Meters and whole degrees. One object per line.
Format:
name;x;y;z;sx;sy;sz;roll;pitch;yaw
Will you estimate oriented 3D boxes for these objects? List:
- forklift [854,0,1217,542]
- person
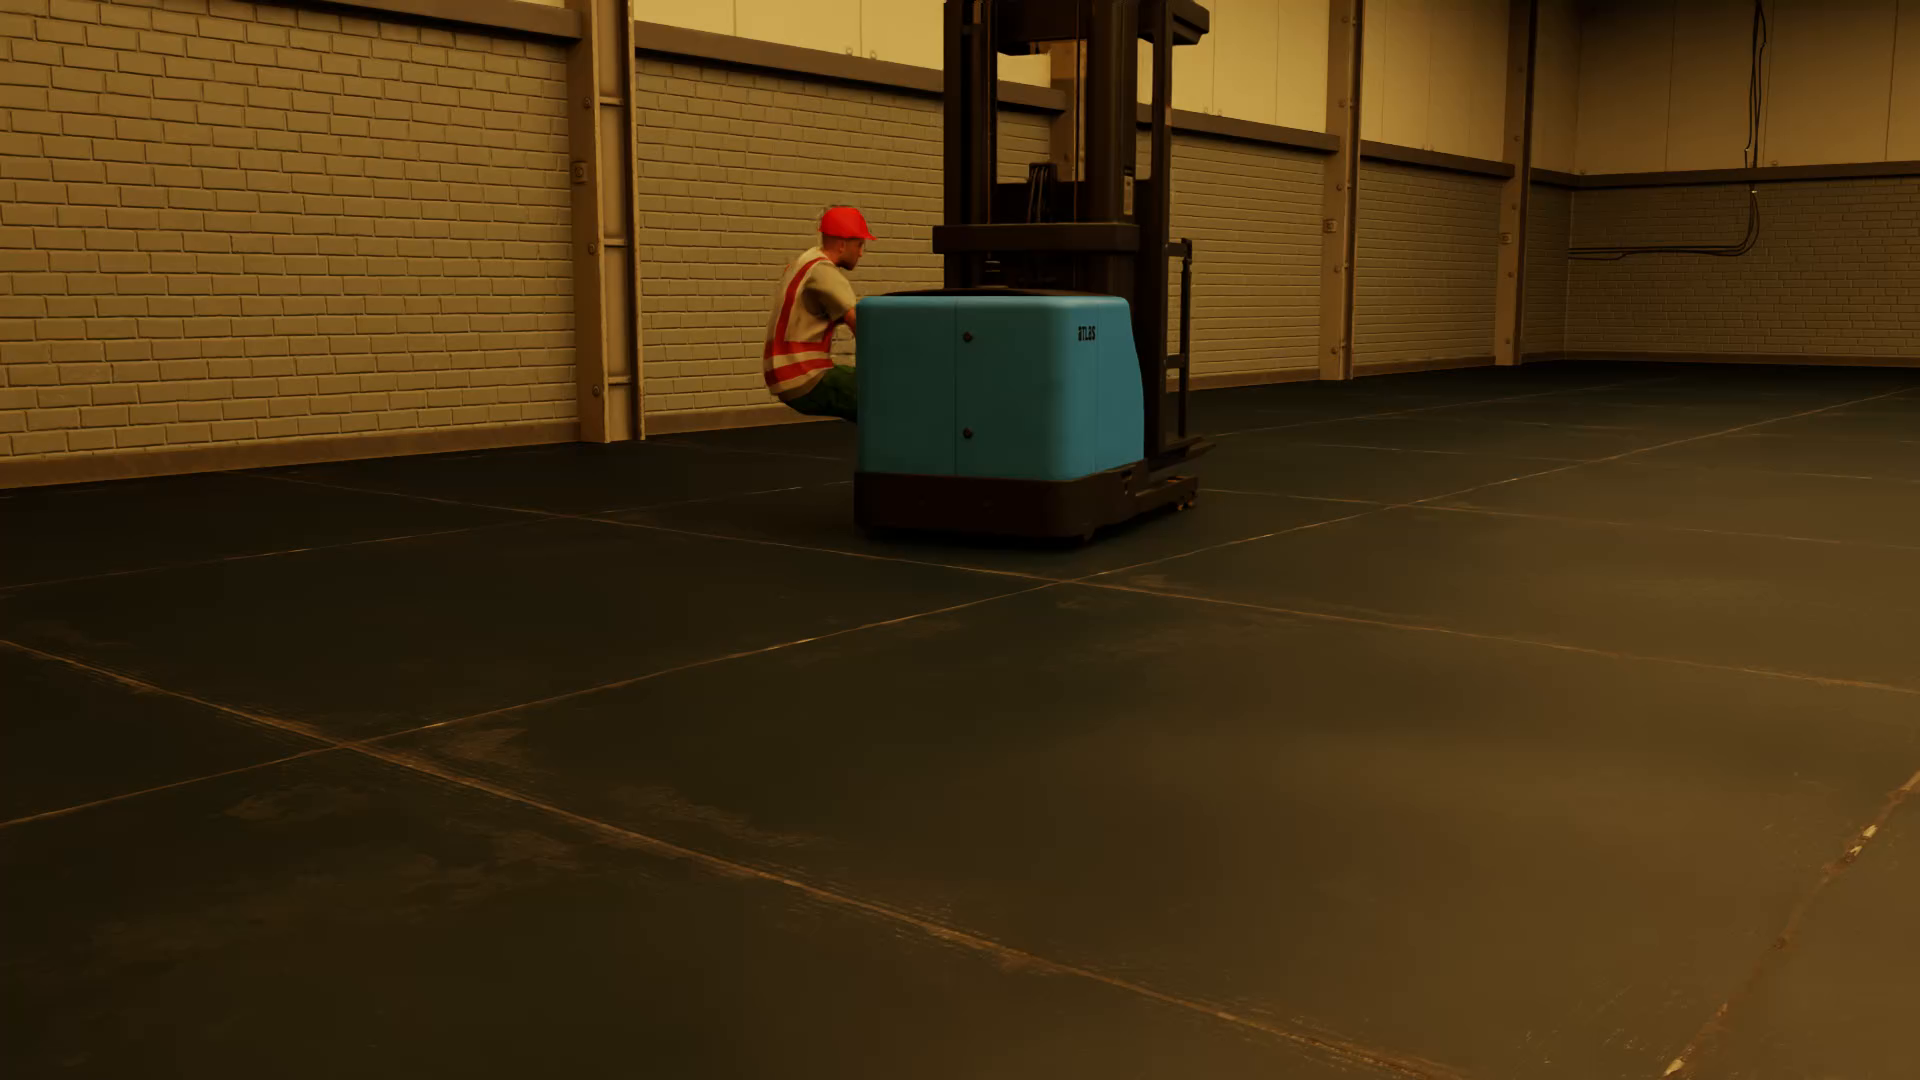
forklift;0.585;-1.615;8.319;1.130;2.935;3.031;4;9;23
person;-0.455;-0.795;7.900;0.935;1.547;0.800;-3;9;-20
